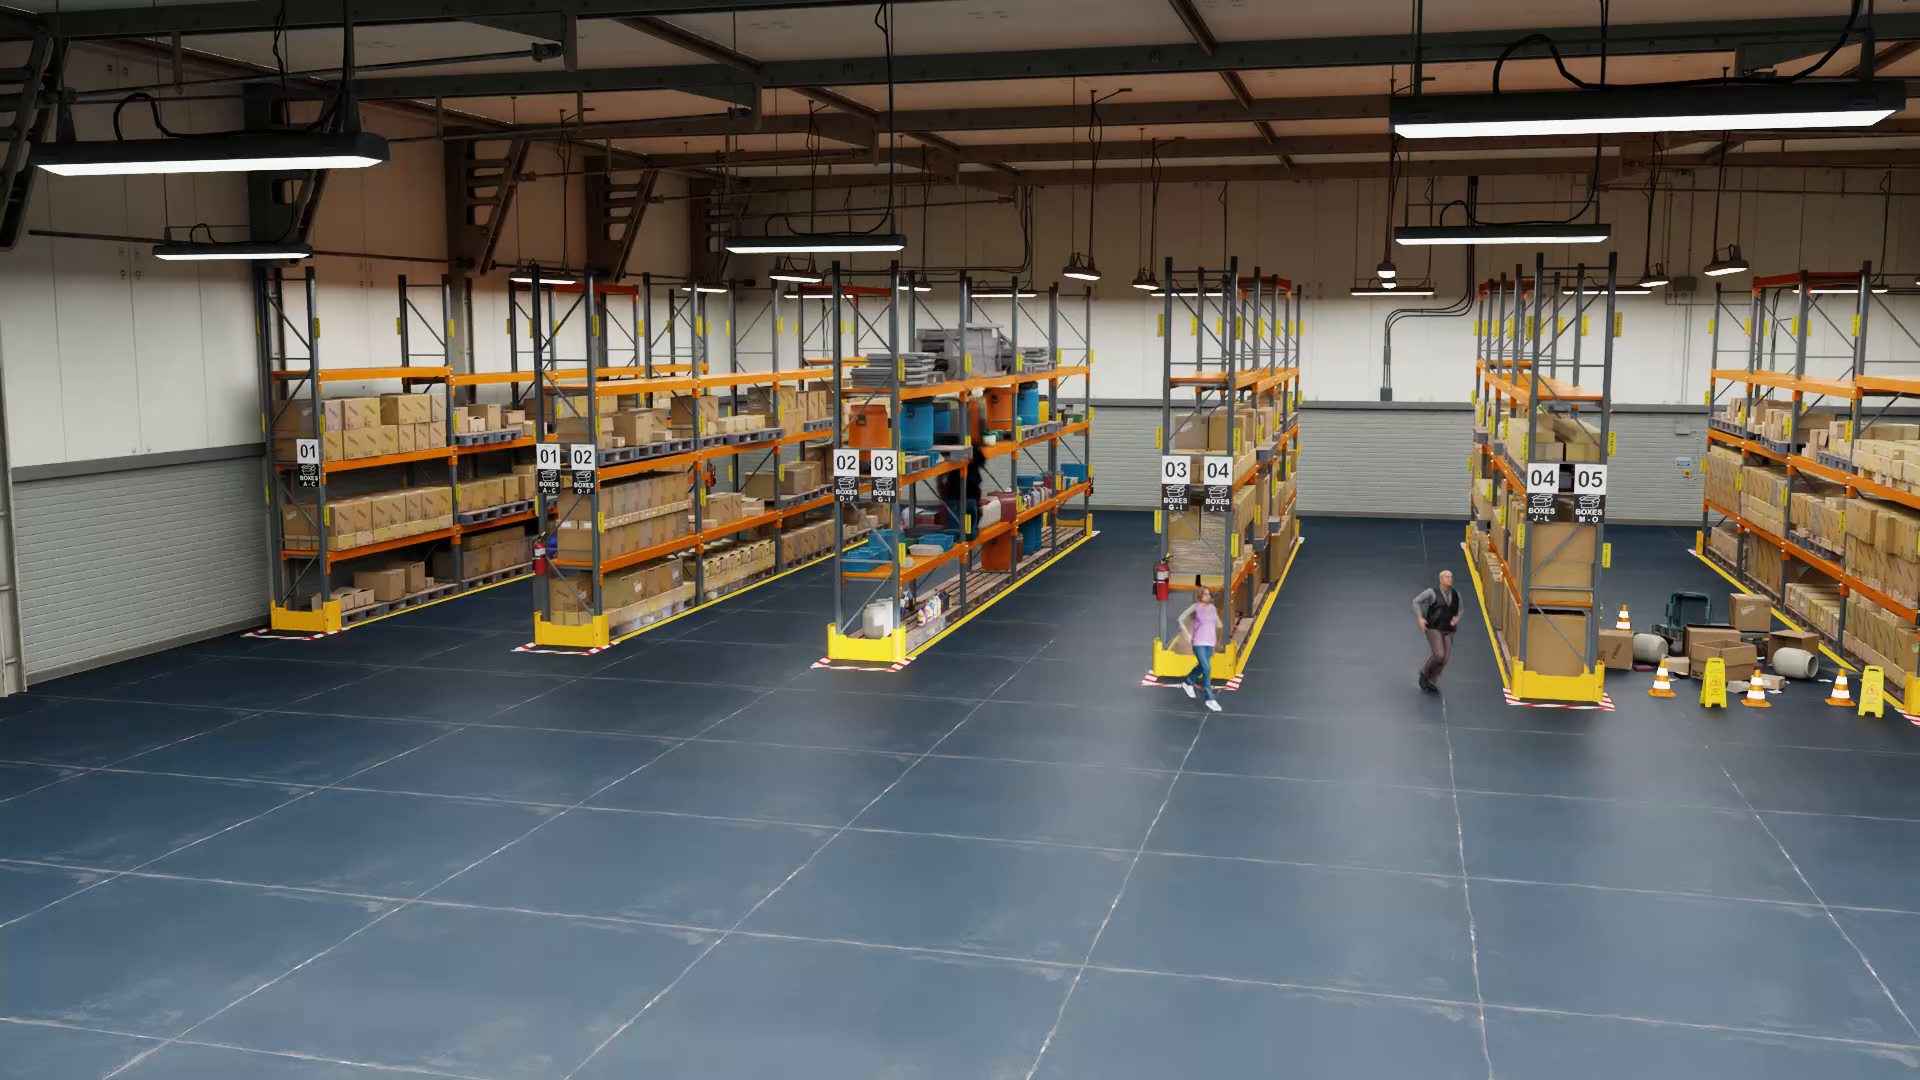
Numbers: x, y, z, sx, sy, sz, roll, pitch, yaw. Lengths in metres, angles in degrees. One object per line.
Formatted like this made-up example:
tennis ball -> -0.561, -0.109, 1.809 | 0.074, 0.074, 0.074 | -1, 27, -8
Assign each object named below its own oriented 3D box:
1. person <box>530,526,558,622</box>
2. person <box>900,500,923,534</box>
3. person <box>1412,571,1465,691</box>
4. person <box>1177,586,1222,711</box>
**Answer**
person -> -7.168, 0.555, 28.933 | 0.547, 1.659, 1.069 | 2, 7, 15
person -> -0.962, -0.092, 34.095 | 0.614, 1.599, 0.575 | 1, 7, 8
person -> 6.665, 1.263, 22.983 | 0.685, 1.676, 0.556 | -2, 8, -17
person -> 3.212, 1.397, 22.052 | 0.530, 1.597, 0.875 | -5, 9, -33
